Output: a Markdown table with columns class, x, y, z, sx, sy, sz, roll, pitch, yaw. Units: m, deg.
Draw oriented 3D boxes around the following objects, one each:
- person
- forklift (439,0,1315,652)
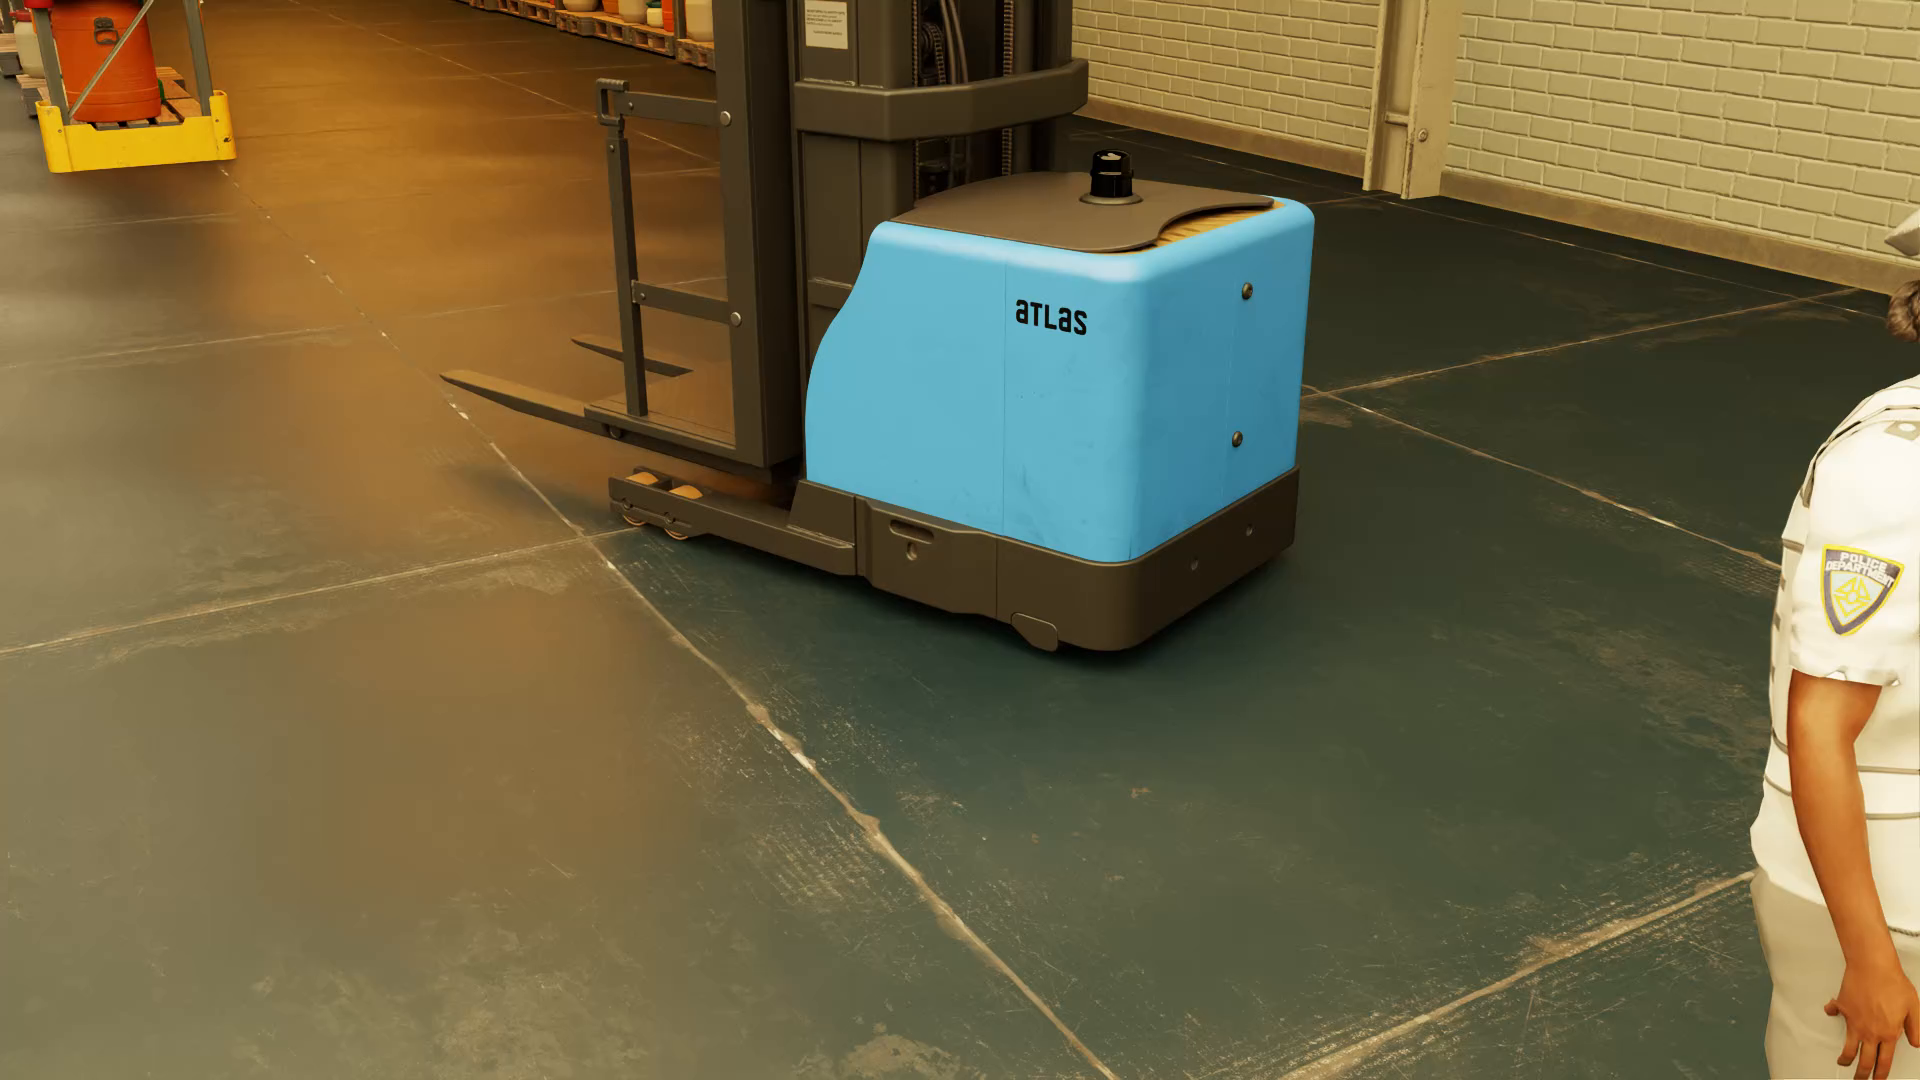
| class | x | y | z | sx | sy | sz | roll | pitch | yaw |
| --- | --- | --- | --- | --- | --- | --- | --- | --- | --- |
| person | 1.144 | 0.413 | 1.874 | 0.570 | 1.695 | 0.530 | -18 | 29 | -38 |
| forklift | -0.481 | -1.497 | 4.922 | 3.031 | 2.935 | 1.130 | 16 | 27 | 34 |
